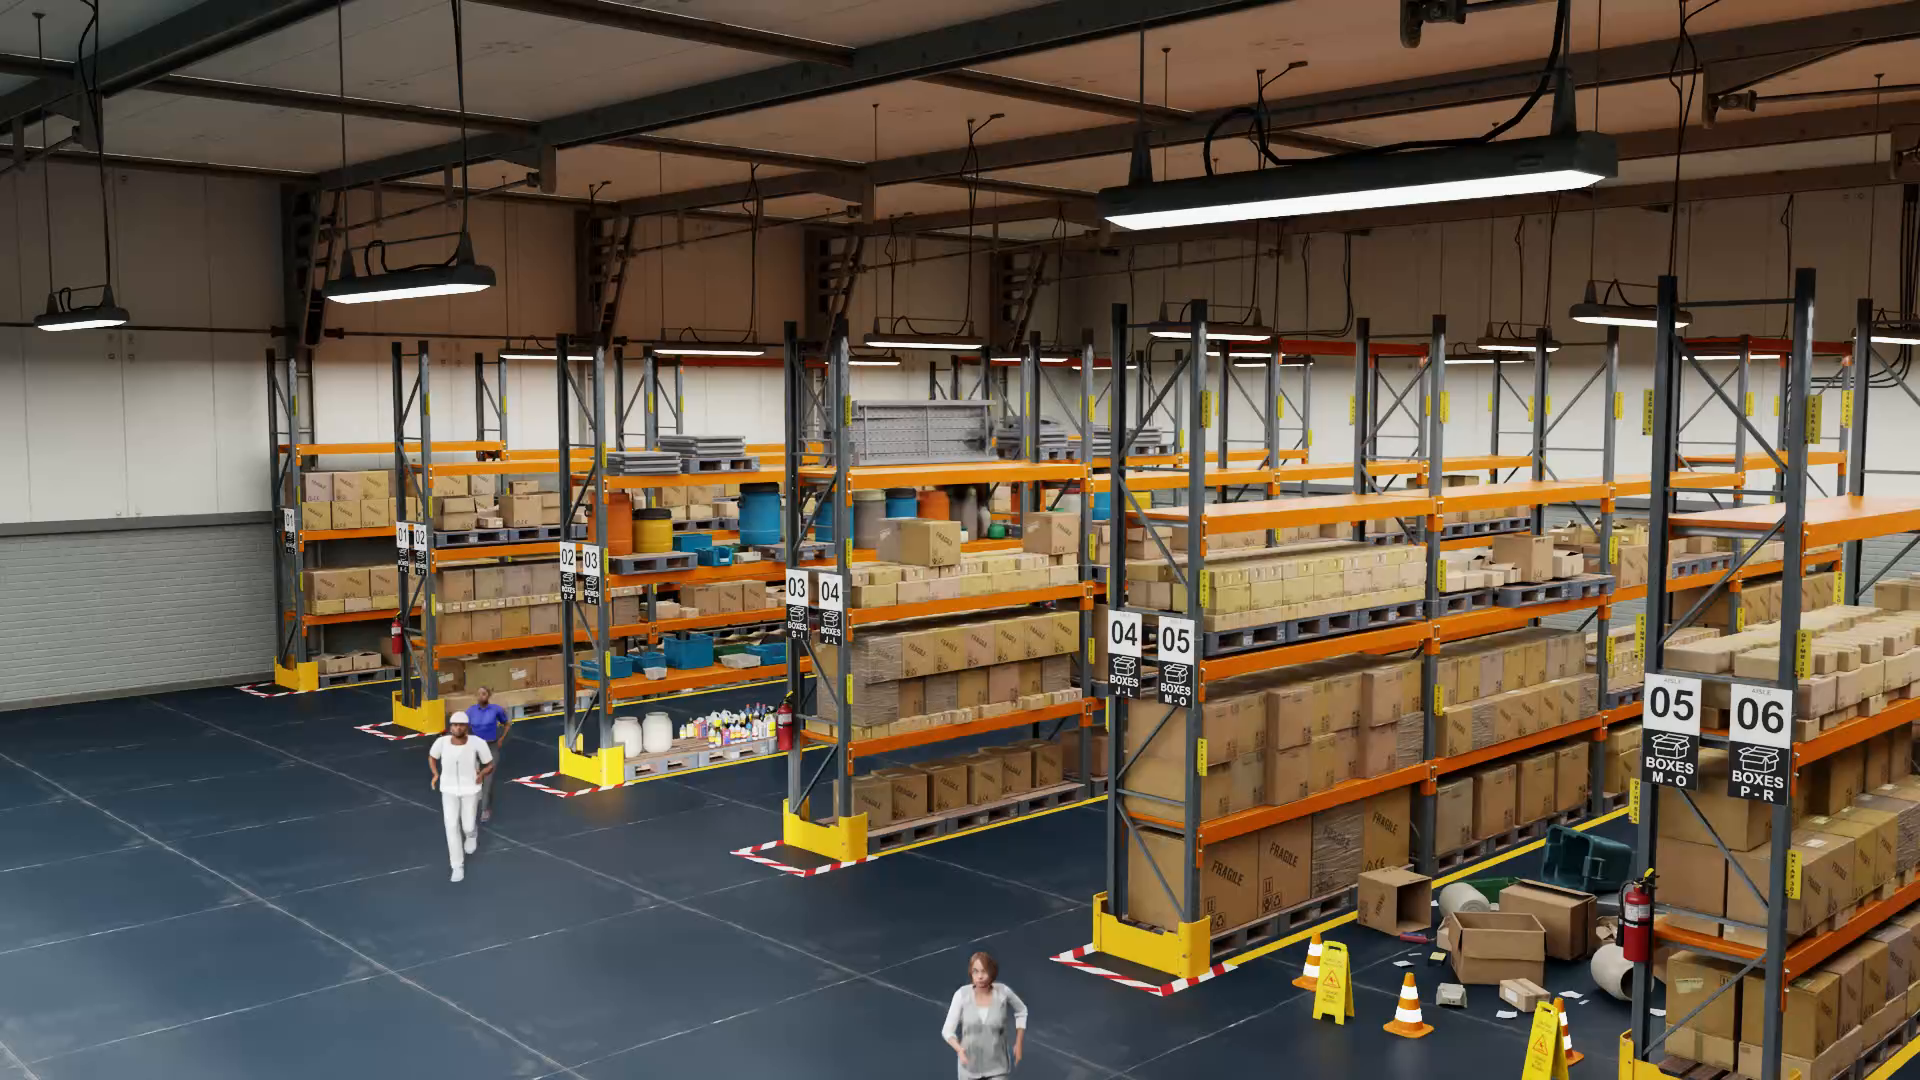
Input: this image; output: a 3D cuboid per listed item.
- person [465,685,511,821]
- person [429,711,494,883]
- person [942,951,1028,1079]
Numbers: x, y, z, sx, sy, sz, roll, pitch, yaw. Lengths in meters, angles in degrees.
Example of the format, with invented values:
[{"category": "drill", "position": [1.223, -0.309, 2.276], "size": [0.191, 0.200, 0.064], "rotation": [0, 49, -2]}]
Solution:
[{"category": "person", "position": [-5.839, 2.595, 20.533], "size": [0.583, 1.643, 0.696], "rotation": [-1, 5, -11]}, {"category": "person", "position": [-5.420, 2.731, 18.056], "size": [0.699, 1.769, 0.933], "rotation": [-1, 5, -11]}, {"category": "person", "position": [0.161, 3.448, 10.769], "size": [0.554, 1.577, 0.900], "rotation": [0, 5, 3]}]
